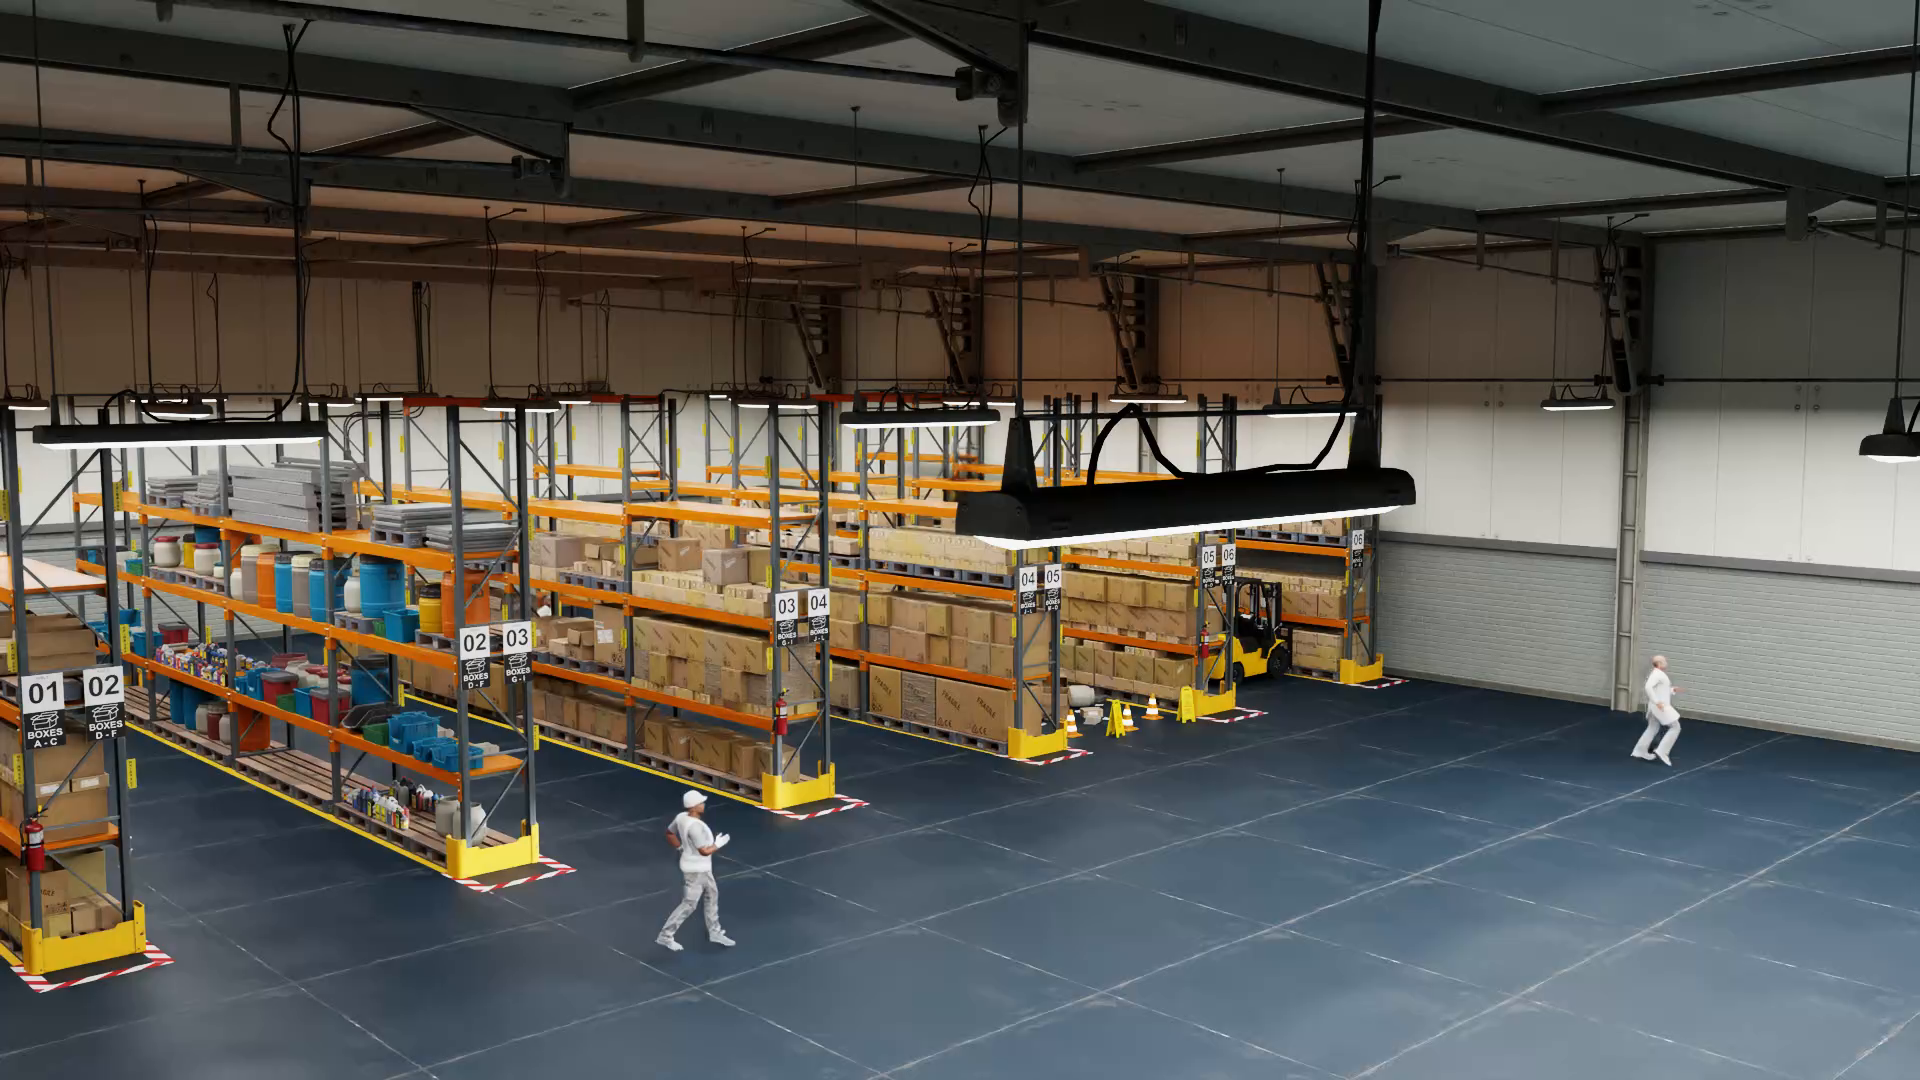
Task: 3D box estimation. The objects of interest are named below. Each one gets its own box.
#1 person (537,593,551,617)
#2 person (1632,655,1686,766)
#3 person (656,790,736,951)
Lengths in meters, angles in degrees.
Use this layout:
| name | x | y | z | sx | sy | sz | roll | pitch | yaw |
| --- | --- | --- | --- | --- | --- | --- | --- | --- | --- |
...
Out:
| name | x | y | z | sx | sy | sz | roll | pitch | yaw |
| --- | --- | --- | --- | --- | --- | --- | --- | --- | --- |
| person | -8.709 | 2.036 | 35.479 | 0.696 | 1.826 | 0.641 | 4 | 7 | 39 |
| person | 11.531 | 2.806 | 27.401 | 0.798 | 1.823 | 0.671 | 1 | 6 | 9 |
| person | -2.917 | 3.651 | 18.327 | 0.903 | 1.814 | 0.668 | -2 | 6 | -17 |
